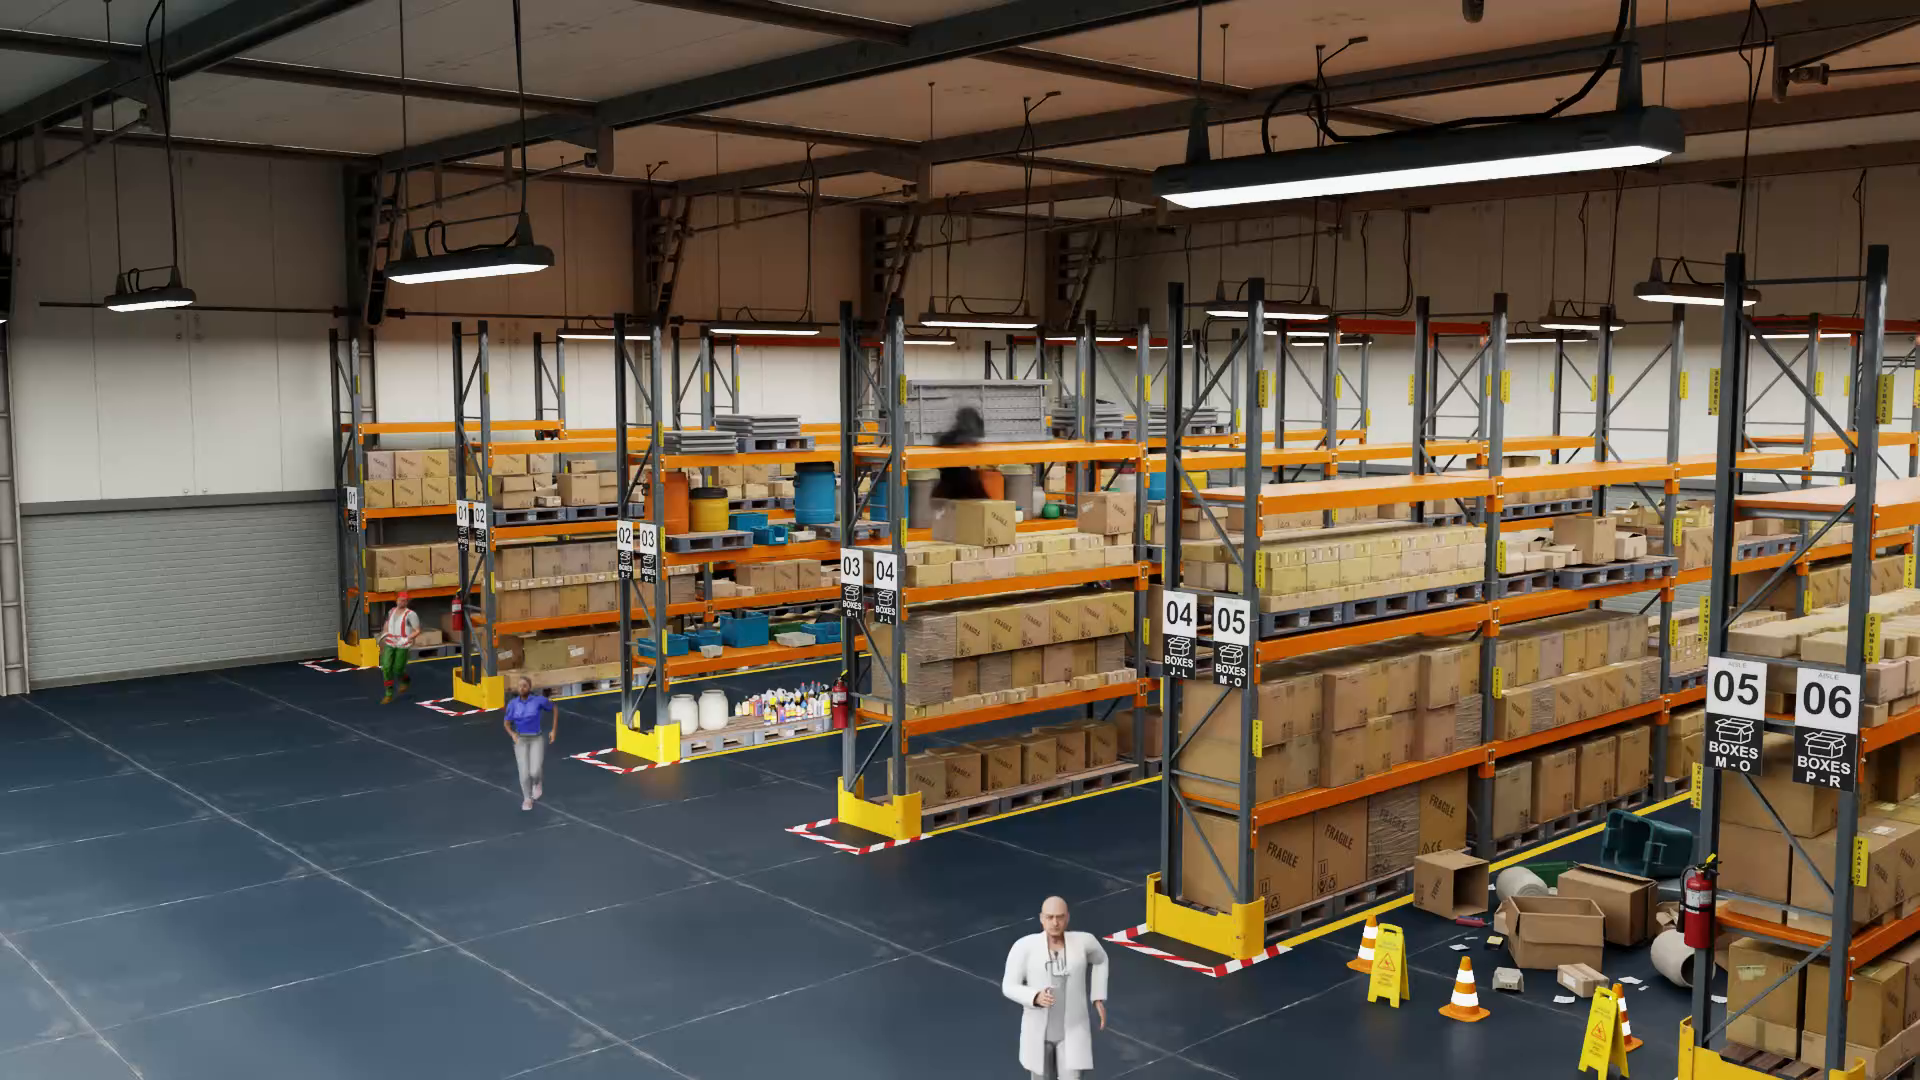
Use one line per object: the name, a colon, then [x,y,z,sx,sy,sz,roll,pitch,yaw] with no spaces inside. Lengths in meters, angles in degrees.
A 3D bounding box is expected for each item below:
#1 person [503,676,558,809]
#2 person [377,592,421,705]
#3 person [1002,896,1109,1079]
person: [-5.102,2.420,19.734,0.607,1.613,0.669,0,6,-4]
person: [-8.880,1.690,26.423,0.704,1.767,0.779,1,6,12]
person: [0.618,3.204,10.771,0.678,1.829,0.924,1,6,5]
